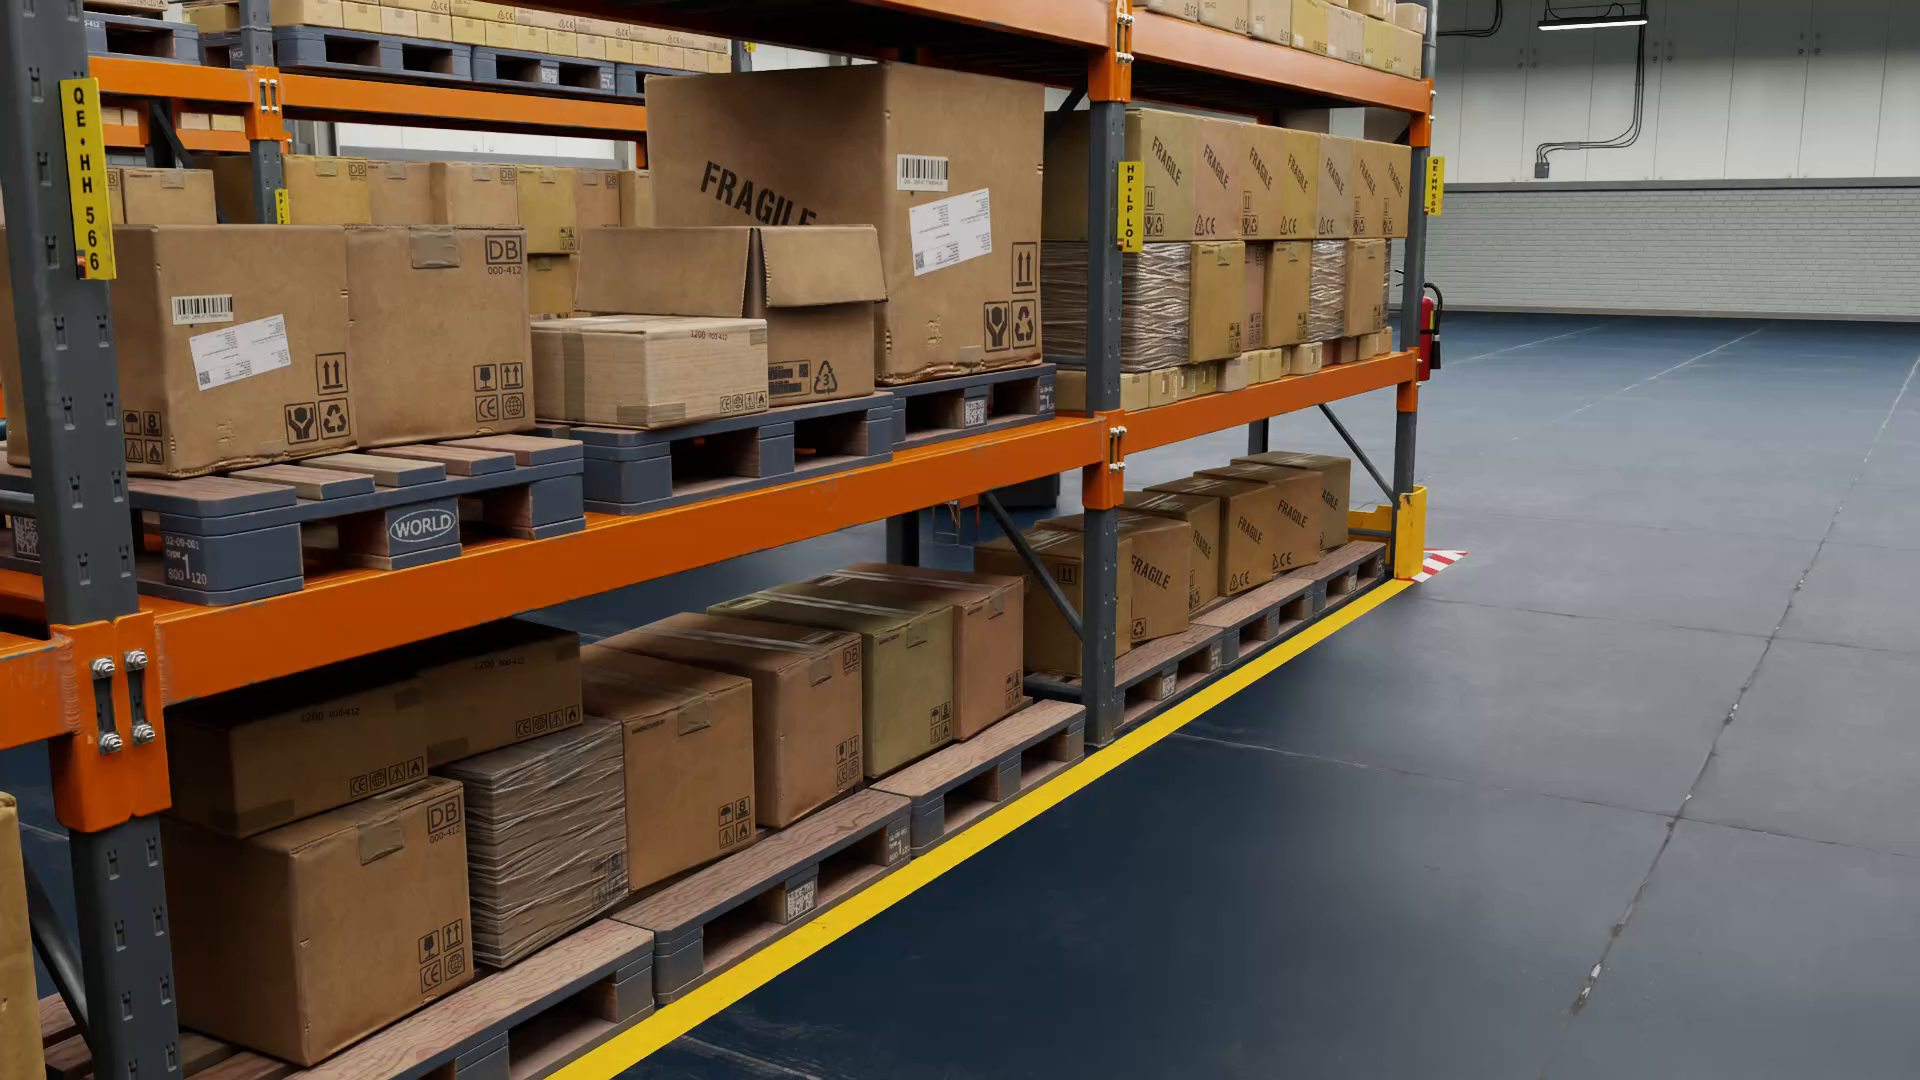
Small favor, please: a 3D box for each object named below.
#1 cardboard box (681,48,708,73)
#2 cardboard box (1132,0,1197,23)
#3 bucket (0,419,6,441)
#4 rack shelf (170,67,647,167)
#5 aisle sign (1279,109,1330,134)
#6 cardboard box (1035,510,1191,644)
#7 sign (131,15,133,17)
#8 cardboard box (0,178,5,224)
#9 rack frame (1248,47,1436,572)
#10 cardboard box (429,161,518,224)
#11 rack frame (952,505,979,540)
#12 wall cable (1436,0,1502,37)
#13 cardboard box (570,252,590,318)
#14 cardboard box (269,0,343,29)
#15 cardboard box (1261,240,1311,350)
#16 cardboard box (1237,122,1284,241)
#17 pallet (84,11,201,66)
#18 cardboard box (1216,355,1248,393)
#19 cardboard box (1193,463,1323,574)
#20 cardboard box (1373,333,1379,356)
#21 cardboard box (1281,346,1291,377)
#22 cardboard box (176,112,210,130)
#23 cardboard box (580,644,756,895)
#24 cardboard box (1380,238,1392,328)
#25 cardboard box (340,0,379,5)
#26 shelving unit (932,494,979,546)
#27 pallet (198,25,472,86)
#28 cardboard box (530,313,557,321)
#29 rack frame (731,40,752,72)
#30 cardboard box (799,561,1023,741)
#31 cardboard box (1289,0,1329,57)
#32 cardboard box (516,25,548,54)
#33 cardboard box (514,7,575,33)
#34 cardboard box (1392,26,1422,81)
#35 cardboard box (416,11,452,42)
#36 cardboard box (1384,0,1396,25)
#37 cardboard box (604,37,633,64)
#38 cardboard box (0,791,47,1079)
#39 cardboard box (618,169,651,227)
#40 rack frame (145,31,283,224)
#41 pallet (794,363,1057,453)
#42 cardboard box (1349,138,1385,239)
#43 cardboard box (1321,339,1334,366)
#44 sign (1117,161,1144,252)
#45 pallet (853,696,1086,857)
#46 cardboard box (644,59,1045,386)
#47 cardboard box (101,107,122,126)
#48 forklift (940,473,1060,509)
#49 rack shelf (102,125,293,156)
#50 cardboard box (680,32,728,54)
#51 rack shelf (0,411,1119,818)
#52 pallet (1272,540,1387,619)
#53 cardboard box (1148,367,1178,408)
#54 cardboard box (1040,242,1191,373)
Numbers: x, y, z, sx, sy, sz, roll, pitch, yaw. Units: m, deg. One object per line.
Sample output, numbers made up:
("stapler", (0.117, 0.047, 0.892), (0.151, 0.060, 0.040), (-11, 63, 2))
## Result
("cardboard box", (-1.973, -3.311, 11.523), (0.380, 0.149, 0.250), (7, 12, 31))
("cardboard box", (0.604, -2.157, 6.496), (0.500, 0.250, 0.500), (6, 12, 28))
("bucket", (-5.935, -0.580, 10.579), (0.620, 0.611, 0.726), (-20, 21, -35))
("rack shelf", (-2.996, -2.635, 10.597), (1.077, 0.370, 4.000), (6, 12, 31))
("aisle sign", (2.004, -2.655, 9.837), (0.394, 0.787, 0.004), (6, 12, 31))
("cardboard box", (0.685, 0.162, 7.503), (0.500, 0.500, 0.500), (-9, 14, -39))
("sign", (-4.510, -3.020, 9.078), (0.100, 0.325, 0.005), (6, 12, 31))
("cardboard box", (-4.816, -1.501, 7.748), (0.700, 0.500, 0.500), (6, 12, 31))
("rack frame", (2.229, -1.339, 9.871), (1.000, 3.000, 0.127), (6, 12, 31))
("cardboard box", (-3.230, -2.029, 10.211), (0.875, 0.550, 0.550), (6, 12, 31))
("rack frame", (0.036, -0.527, 10.830), (0.200, 1.050, 0.008), (6, 12, 31))
("wall cable", (11.575, -13.378, 40.226), (3.097, 2.526, 0.112), (6, 12, 31))
("cardboard box", (-2.777, -1.675, 11.259), (0.875, 0.550, 0.550), (6, 12, 31))
("cardboard box", (-3.555, -2.831, 8.958), (0.380, 0.149, 0.250), (6, 12, 30))
("cardboard box", (1.196, -1.209, 8.093), (0.875, 0.500, 0.500), (6, 12, 31))
("cardboard box", (1.121, -1.601, 7.471), (0.500, 0.500, 0.500), (6, 12, 31))
("pallet", (-4.469, -2.431, 8.073), (0.805, 0.209, 1.217), (6, 12, 28))
("cardboard box", (1.054, -0.747, 7.392), (0.380, 0.149, 0.250), (6, 12, 31))
("cardboard box", (1.609, -0.123, 9.027), (0.500, 0.500, 0.500), (-10, 14, -43))
("cardboard box", (2.127, -1.112, 9.340), (0.380, 0.149, 0.250), (6, 12, 31))
("cardboard box", (1.379, -0.873, 8.061), (0.380, 0.149, 0.250), (6, 12, 31))
("cardboard box", (-6.456, -3.473, 13.801), (0.380, 0.149, 0.250), (7, 13, 32))
("cardboard box", (-1.029, 0.646, 4.865), (0.700, 0.500, 0.500), (8, 13, 35))
("cardboard box", (1.920, -1.451, 9.386), (0.875, 0.500, 0.500), (6, 12, 31))
("cardboard box", (-3.542, -3.053, 9.057), (0.500, 0.250, 0.500), (6, 12, 31))
("shelving unit", (-0.028, -0.508, 10.727), (0.215, 1.050, 0.252), (6, 12, 31))
("pallet", (-3.601, -2.758, 9.541), (1.003, 0.211, 1.213), (6, 12, 31))
("cardboard box", (-1.290, -0.510, 4.663), (0.396, 0.266, 0.258), (6, 12, 29))
("rack frame", (-1.958, -4.778, 11.935), (1.000, 3.000, 0.127), (6, 12, 31))
("cardboard box", (-0.185, 0.397, 6.195), (0.700, 0.500, 0.500), (5, 12, 26))
("cardboard box", (1.409, -2.402, 7.802), (0.500, 0.250, 0.500), (6, 12, 30))
("cardboard box", (-2.766, -3.070, 10.236), (0.380, 0.149, 0.250), (7, 12, 31))
("cardboard box", (-2.757, -3.291, 10.331), (0.500, 0.250, 0.500), (7, 12, 31))
("cardboard box", (2.195, -2.640, 9.074), (0.500, 0.250, 0.500), (7, 13, 32))
("cardboard box", (-3.161, -2.951, 9.596), (0.380, 0.149, 0.250), (6, 12, 30))
("cardboard box", (2.067, -2.779, 8.735), (0.380, 0.149, 0.250), (6, 12, 28))
("cardboard box", (-2.370, -3.191, 10.879), (0.380, 0.149, 0.250), (6, 12, 30))
("cardboard box", (-2.301, 0.863, 2.738), (1.225, 0.875, 0.875), (6, 12, 28))
("cardboard box", (-2.390, -2.284, 11.573), (0.875, 0.550, 0.550), (6, 12, 31))
("rack frame", (-4.035, -1.200, 9.127), (1.000, 3.000, 0.127), (6, 12, 31))
("pallet", (-0.369, -0.510, 5.961), (1.003, 0.211, 1.213), (6, 12, 31))
("cardboard box", (1.900, -1.837, 8.731), (0.500, 0.500, 0.500), (6, 12, 31))
("cardboard box", (1.733, -0.995, 8.712), (0.380, 0.149, 0.250), (6, 12, 31))
("sign", (0.628, -1.227, 6.124), (0.100, 0.325, 0.005), (6, 12, 31))
("pallet", (-0.251, 0.783, 6.113), (1.003, 0.211, 1.213), (6, 12, 31))
("cardboard box", (-0.380, -1.100, 5.821), (1.000, 1.000, 1.000), (6, 12, 31))
("cardboard box", (-6.876, -3.355, 13.171), (0.380, 0.149, 0.250), (6, 12, 29))
("forklift", (0.192, -1.887, 12.985), (1.130, 2.935, 3.031), (0, 11, 1))
("rack shelf", (-7.279, -3.092, 13.038), (1.077, 0.370, 4.000), (6, 12, 31))
("cardboard box", (-1.973, -3.528, 11.596), (0.500, 0.250, 0.500), (7, 12, 31))
("rack shelf", (-0.886, -0.042, 4.897), (1.077, 0.370, 4.000), (6, 12, 31))
("pallet", (1.737, 0.168, 9.399), (1.003, 0.211, 1.213), (6, 12, 31))
("cardboard box", (0.662, -0.630, 6.764), (0.380, 0.149, 0.250), (6, 12, 31))
("cardboard box", (0.438, -0.970, 6.821), (0.875, 0.500, 0.500), (6, 12, 31))
